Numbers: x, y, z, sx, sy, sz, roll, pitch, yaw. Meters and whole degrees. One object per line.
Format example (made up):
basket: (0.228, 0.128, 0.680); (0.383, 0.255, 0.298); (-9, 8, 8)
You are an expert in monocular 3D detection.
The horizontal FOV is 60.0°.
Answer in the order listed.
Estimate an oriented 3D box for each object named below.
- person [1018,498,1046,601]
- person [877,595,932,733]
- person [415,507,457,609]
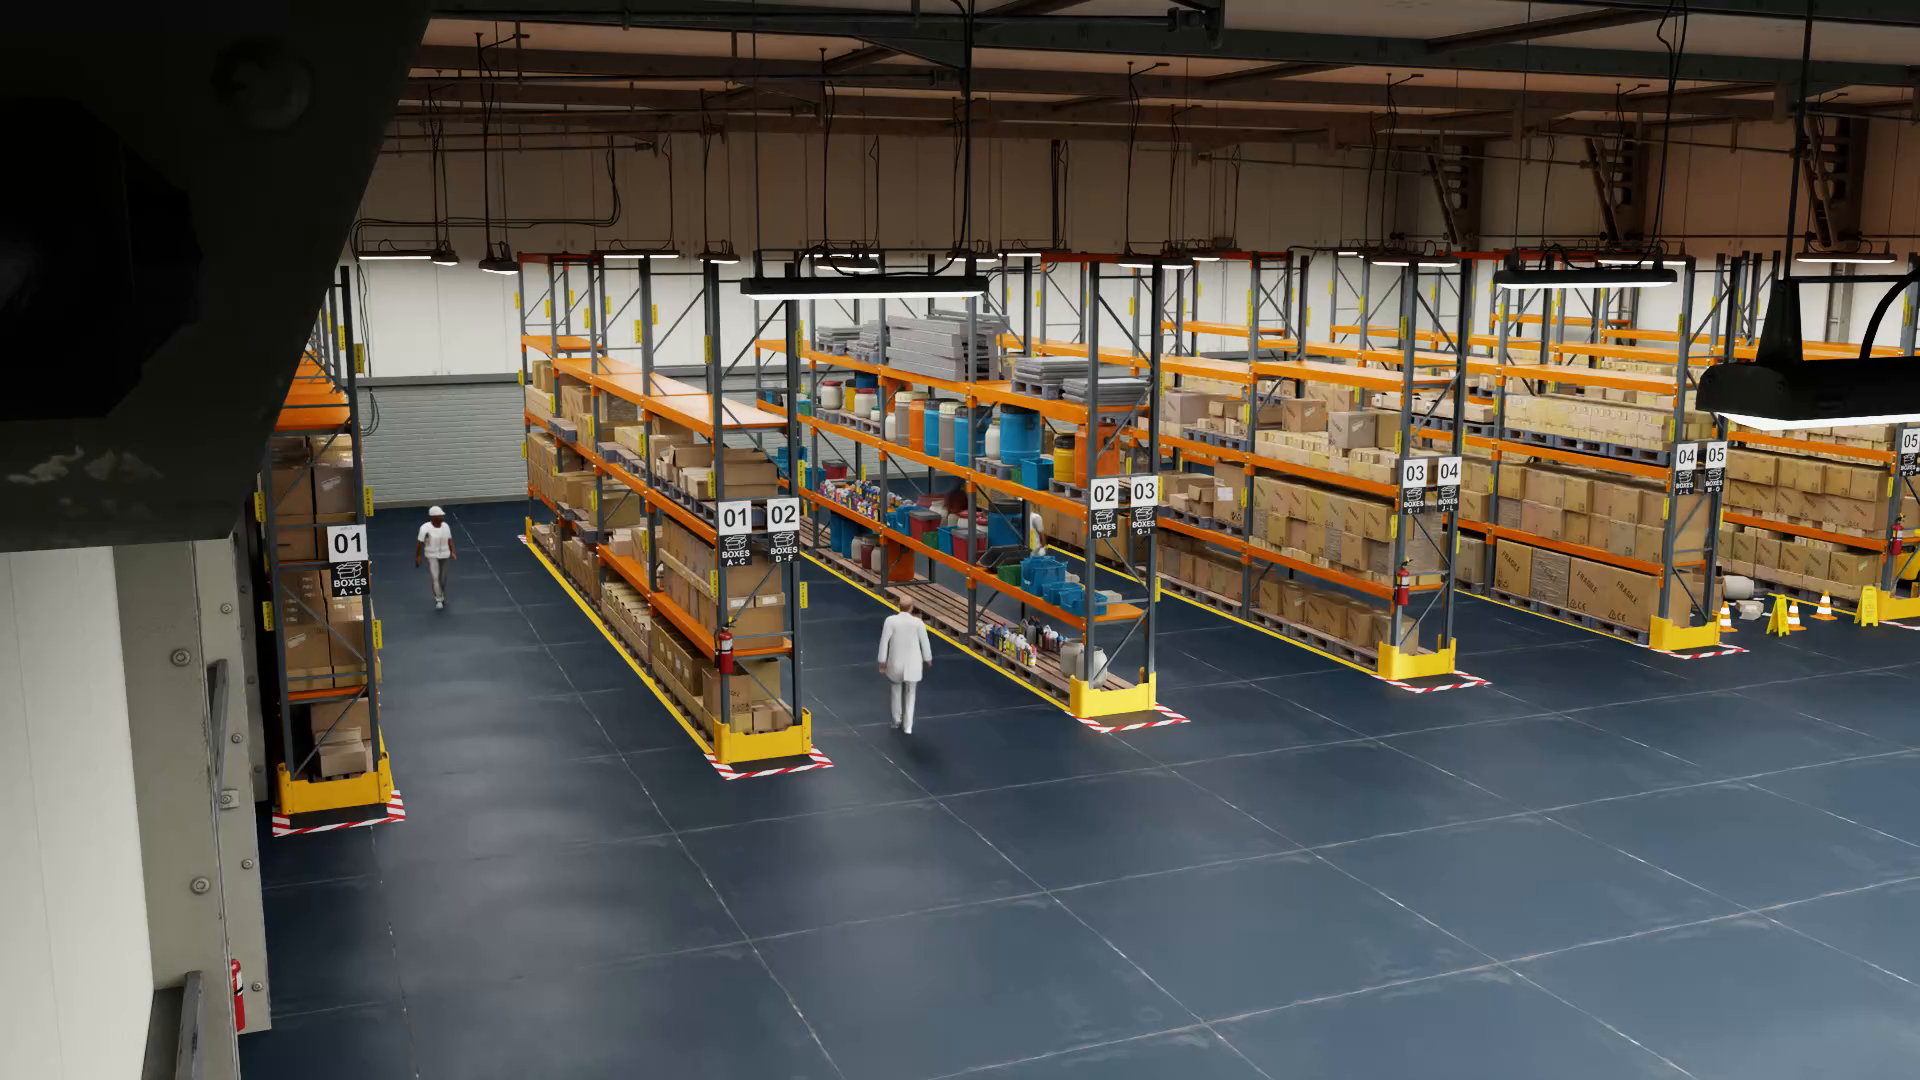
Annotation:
person: (1.207, 0.163, 28.285); (0.597, 1.787, 0.409); (6, 12, 29)
person: (-0.714, 1.613, 21.412); (0.688, 1.842, 0.553); (1, 10, 5)
person: (-8.991, 0.282, 28.565); (0.690, 1.721, 0.996); (-6, 12, -31)
